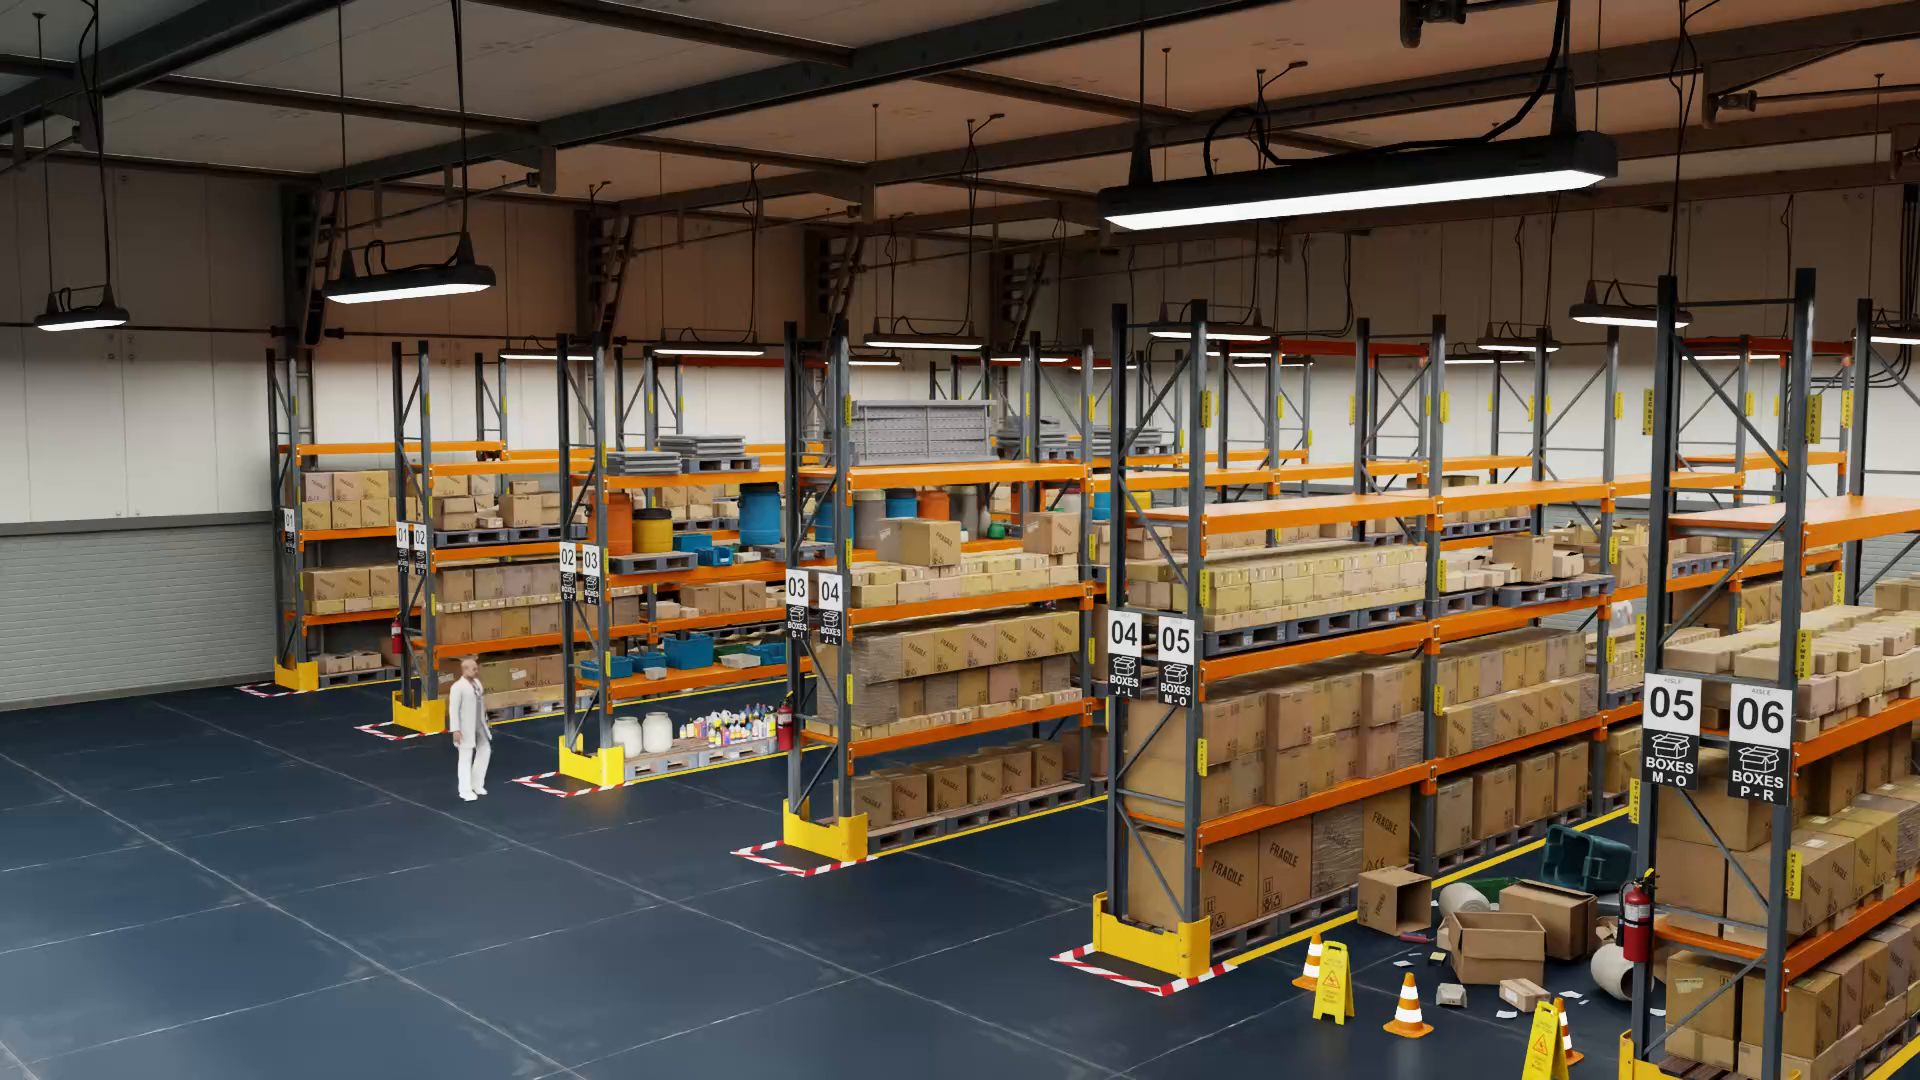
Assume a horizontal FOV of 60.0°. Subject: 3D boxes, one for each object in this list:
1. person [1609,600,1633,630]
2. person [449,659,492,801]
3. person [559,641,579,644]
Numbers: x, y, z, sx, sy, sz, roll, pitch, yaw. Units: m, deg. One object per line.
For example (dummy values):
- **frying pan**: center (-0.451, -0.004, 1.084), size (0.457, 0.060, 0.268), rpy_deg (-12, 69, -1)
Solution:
- **person**: center (12.165, 1.684, 30.652), size (0.515, 1.679, 0.465), rpy_deg (4, 6, 38)
- **person**: center (-6.311, 2.455, 21.445), size (0.379, 1.844, 0.697), rpy_deg (2, 5, 22)
- **person**: center (-7.239, 1.655, 30.683), size (0.631, 1.801, 0.581), rpy_deg (-2, 5, -25)
